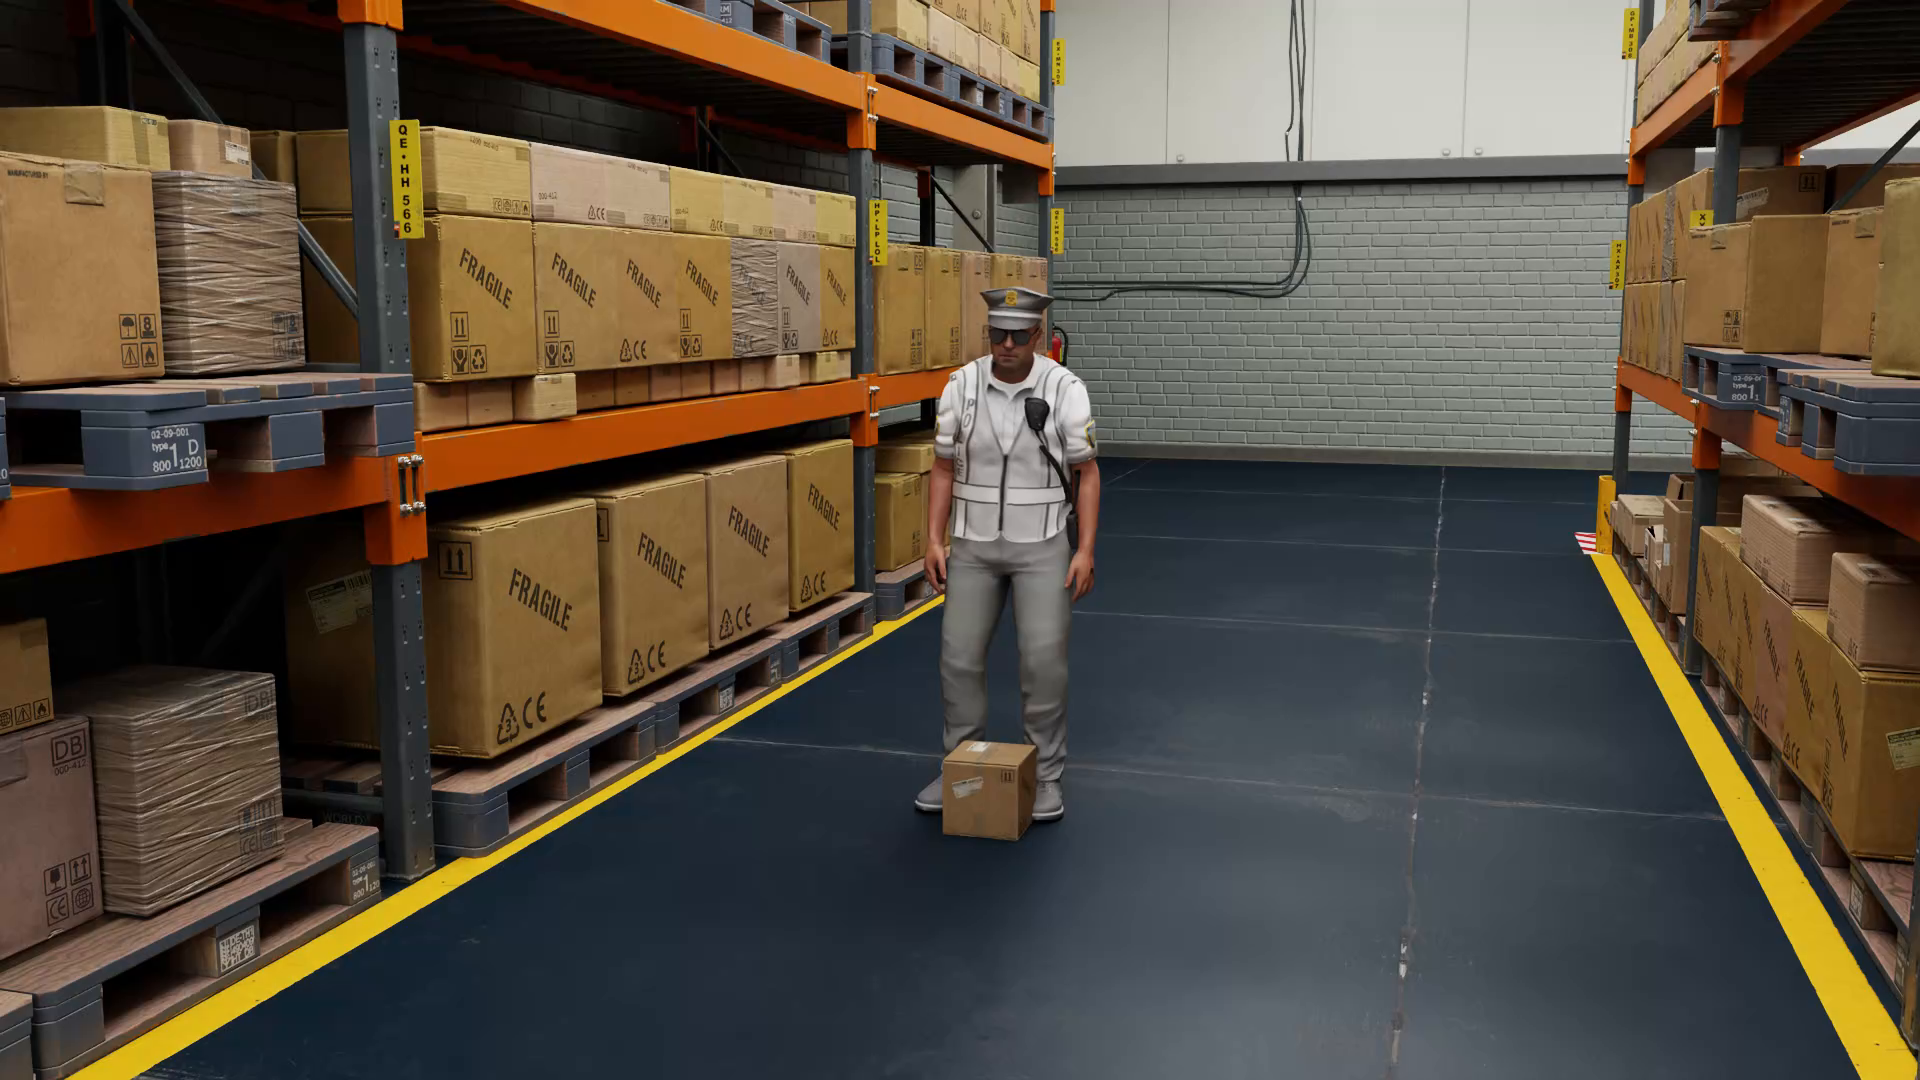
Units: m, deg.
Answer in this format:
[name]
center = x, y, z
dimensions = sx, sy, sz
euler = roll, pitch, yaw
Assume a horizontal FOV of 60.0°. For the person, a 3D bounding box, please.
[person]
center = 0.164, 0.033, 5.574
dimensions = 0.586, 1.748, 0.436
euler = 2, 9, 17
